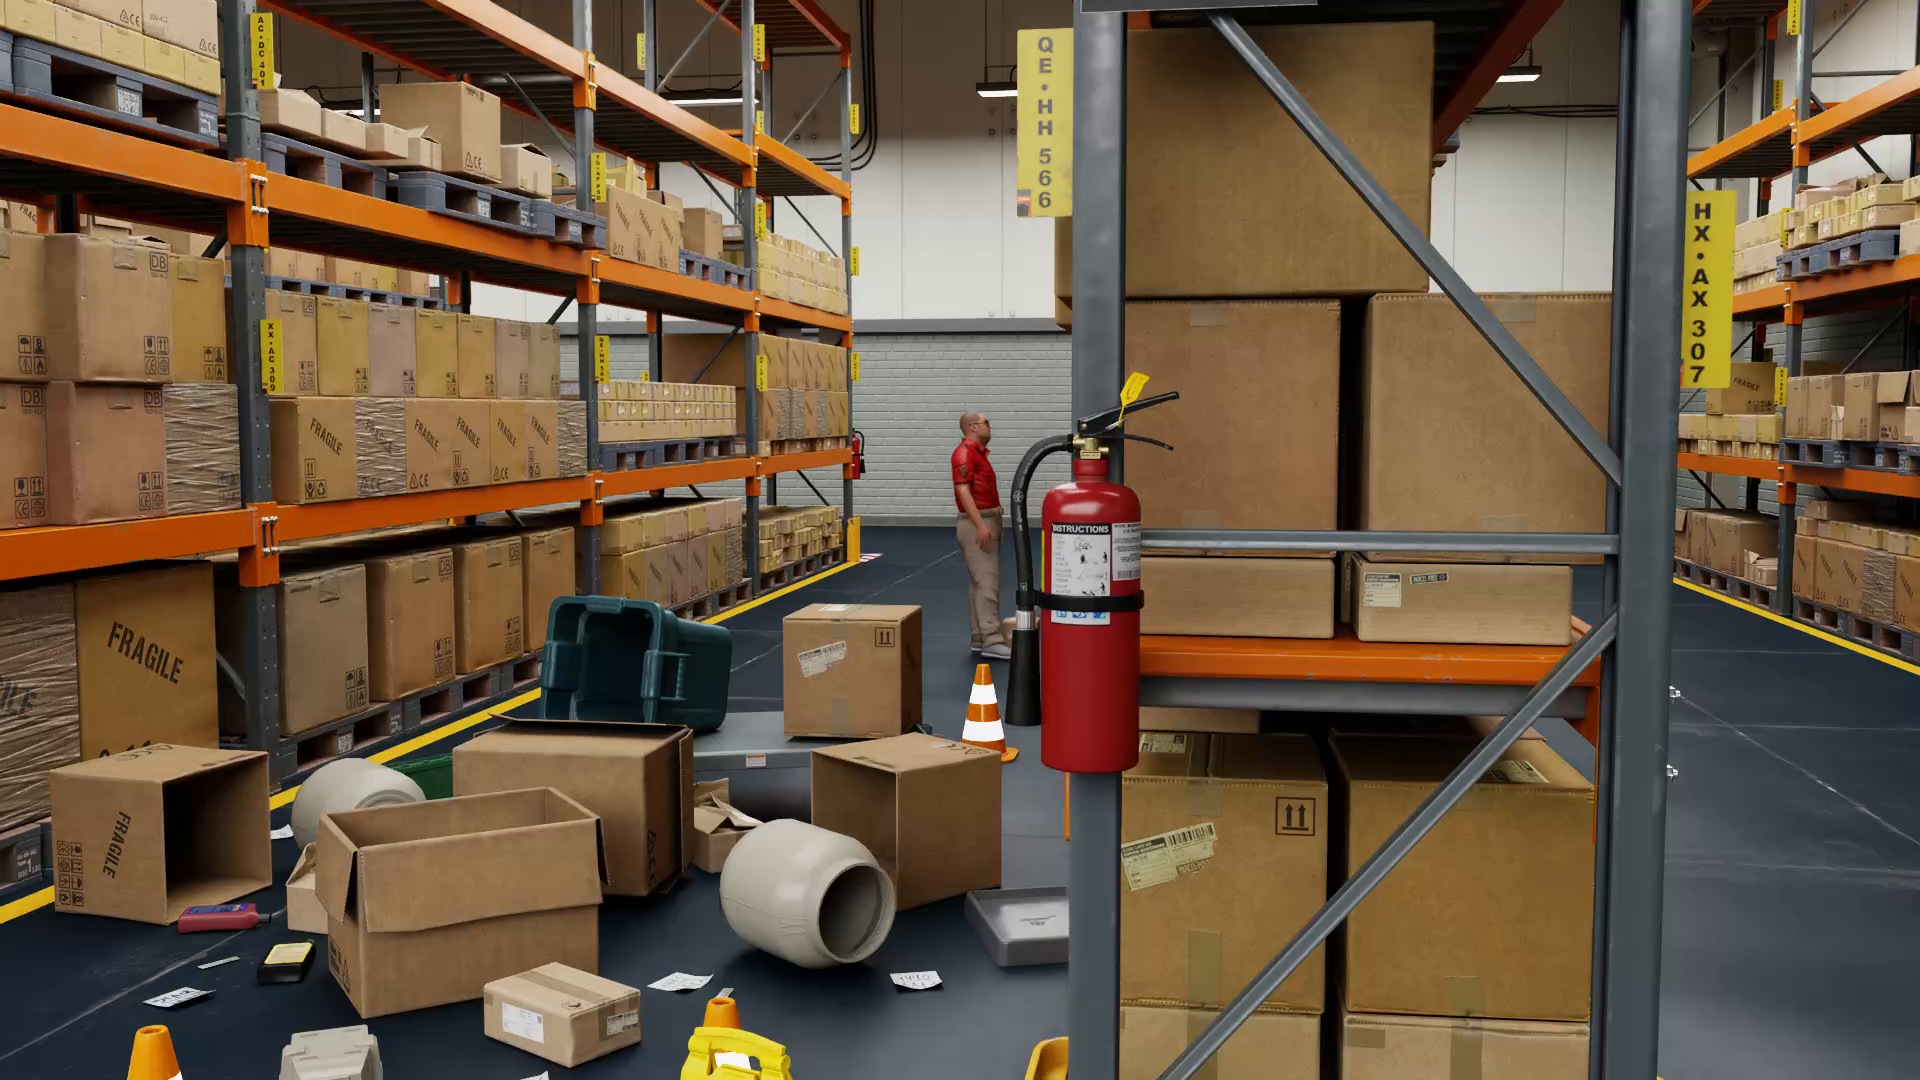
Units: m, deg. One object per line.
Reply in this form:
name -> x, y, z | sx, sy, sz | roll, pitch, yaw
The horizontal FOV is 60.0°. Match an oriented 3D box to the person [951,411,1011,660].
person -> 0.232, -0.051, 11.794 | 0.551, 1.727, 0.635 | 1, 4, 9
